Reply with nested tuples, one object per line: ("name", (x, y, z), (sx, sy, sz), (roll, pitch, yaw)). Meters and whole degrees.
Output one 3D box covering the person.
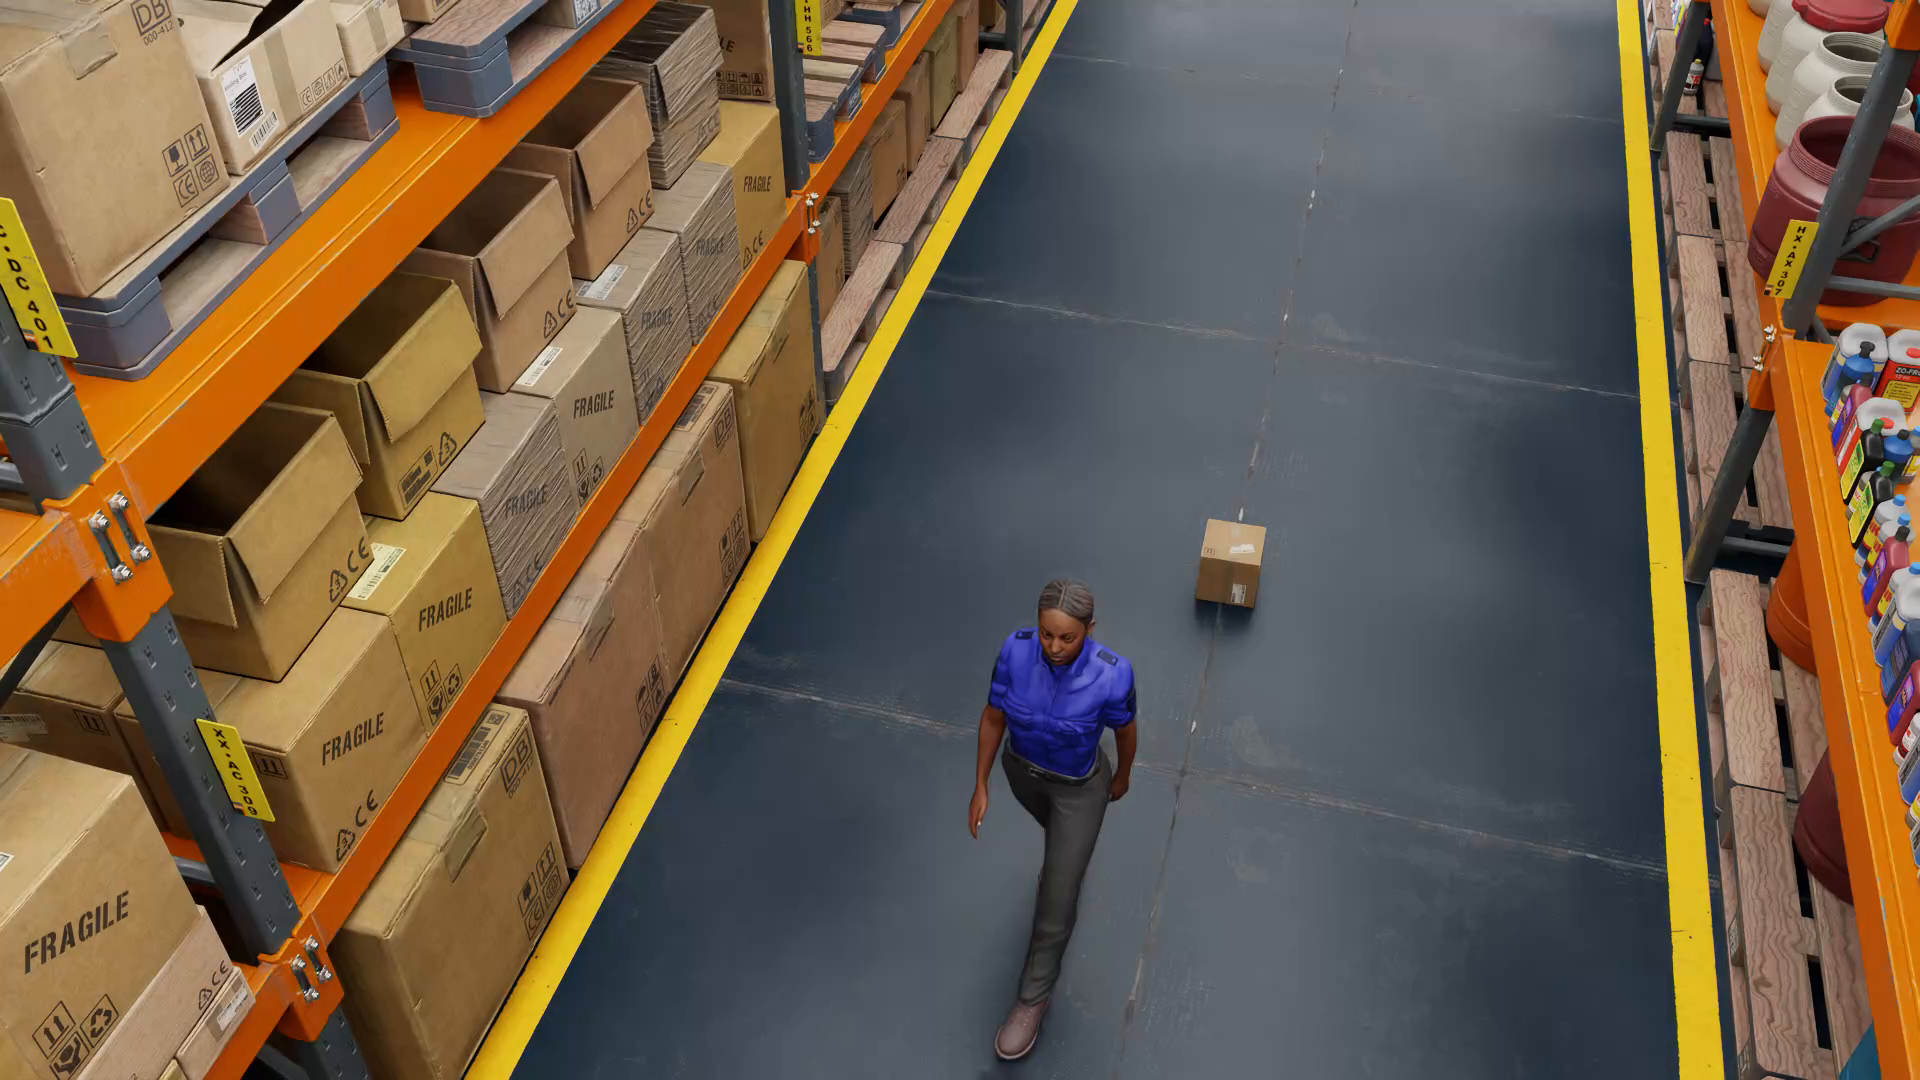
("person", (0.248, 0.805, 5.224), (0.448, 1.587, 1.017), (20, 45, 21))
